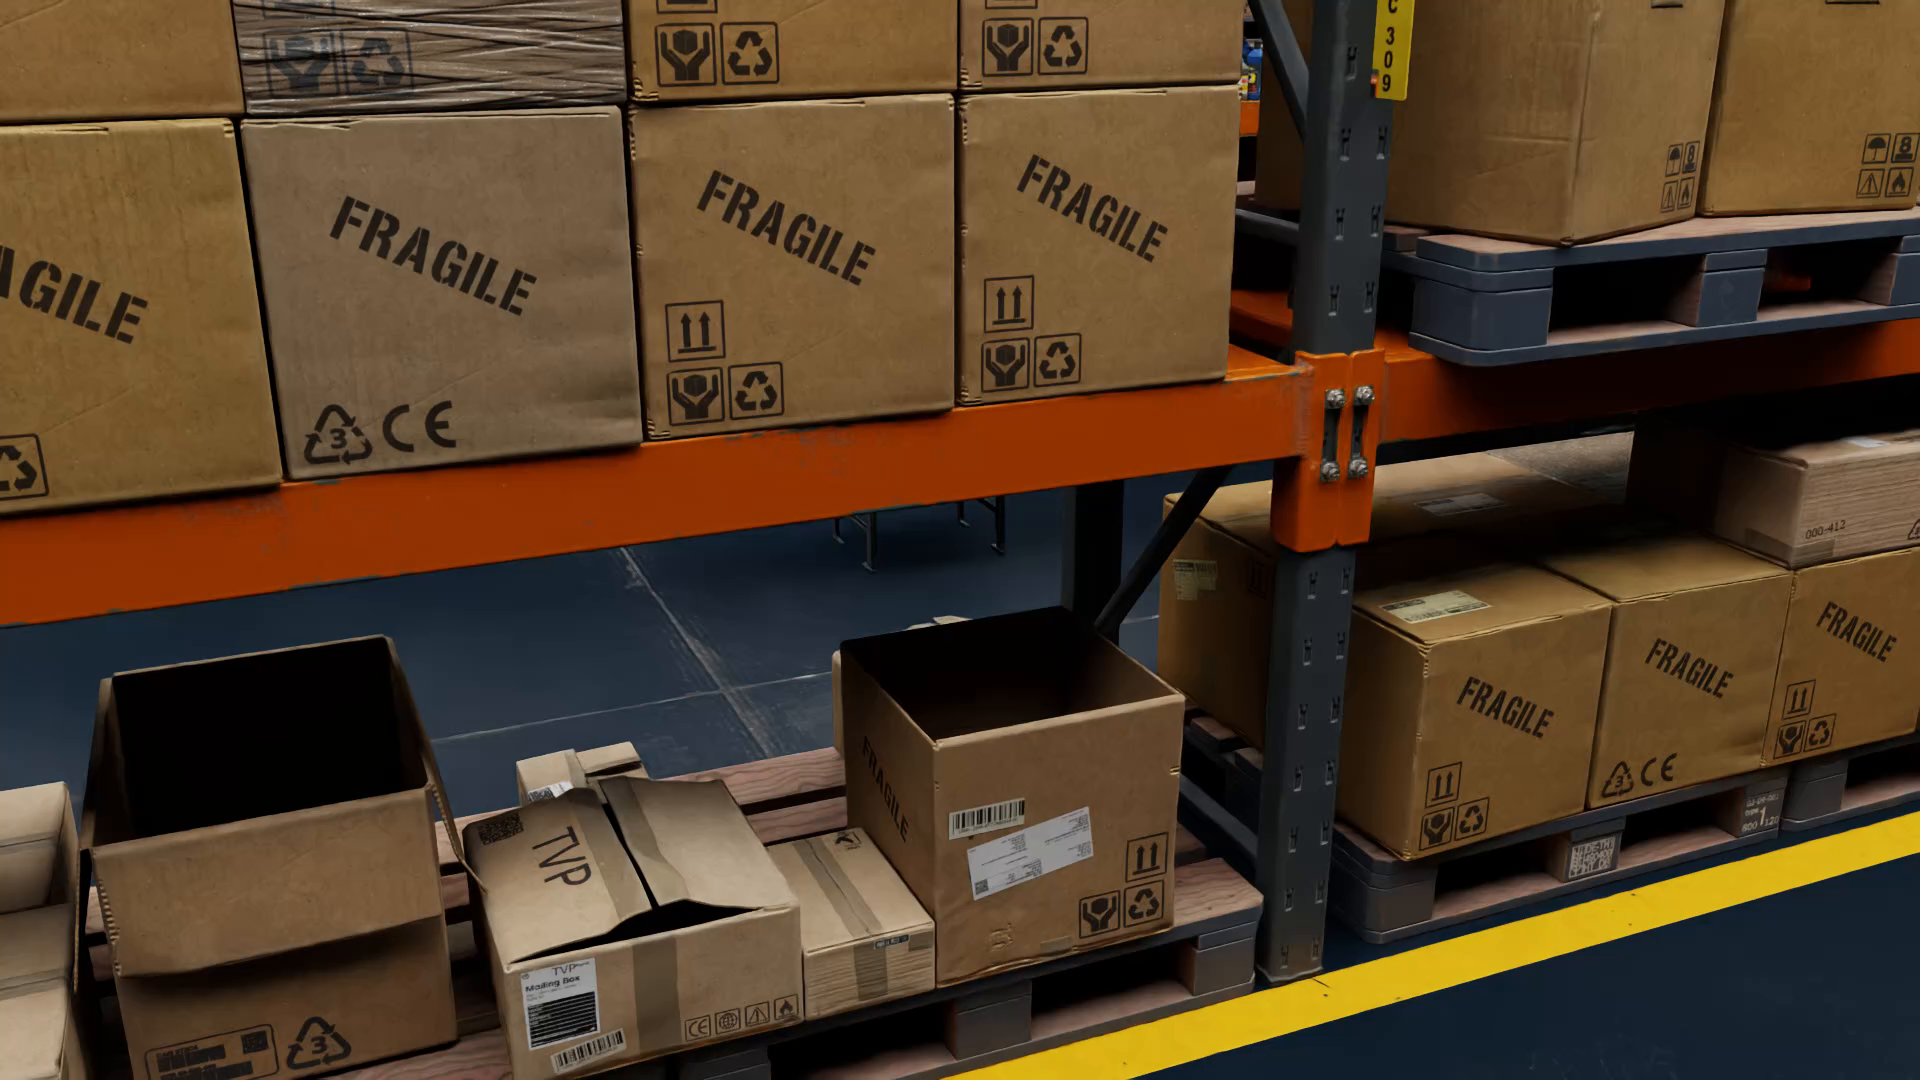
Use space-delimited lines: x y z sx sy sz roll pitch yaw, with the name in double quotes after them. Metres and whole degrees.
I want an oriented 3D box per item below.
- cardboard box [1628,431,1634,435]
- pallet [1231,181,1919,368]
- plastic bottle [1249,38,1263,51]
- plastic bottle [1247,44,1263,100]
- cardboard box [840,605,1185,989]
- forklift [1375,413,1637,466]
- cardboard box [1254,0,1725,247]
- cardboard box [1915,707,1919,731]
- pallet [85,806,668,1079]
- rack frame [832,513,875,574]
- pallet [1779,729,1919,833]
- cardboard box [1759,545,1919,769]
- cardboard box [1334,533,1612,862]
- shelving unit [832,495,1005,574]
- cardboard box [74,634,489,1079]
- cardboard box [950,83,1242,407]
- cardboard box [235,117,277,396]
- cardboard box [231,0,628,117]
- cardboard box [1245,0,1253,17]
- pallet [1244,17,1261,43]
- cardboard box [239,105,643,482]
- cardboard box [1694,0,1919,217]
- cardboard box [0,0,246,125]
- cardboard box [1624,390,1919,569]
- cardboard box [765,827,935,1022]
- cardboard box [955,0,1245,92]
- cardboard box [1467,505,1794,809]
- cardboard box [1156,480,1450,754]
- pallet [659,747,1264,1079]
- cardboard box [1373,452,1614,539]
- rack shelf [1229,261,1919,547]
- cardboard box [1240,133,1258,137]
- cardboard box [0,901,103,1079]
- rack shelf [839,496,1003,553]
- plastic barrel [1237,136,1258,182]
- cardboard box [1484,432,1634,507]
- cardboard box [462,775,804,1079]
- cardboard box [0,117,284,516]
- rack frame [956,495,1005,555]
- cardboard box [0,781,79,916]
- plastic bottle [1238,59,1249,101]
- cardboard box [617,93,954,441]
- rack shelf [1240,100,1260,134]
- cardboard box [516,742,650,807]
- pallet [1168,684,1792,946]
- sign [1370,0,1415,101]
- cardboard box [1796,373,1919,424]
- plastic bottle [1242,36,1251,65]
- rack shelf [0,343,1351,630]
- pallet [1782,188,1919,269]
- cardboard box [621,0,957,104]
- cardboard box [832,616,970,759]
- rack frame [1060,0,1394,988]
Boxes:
2.223 -0.033 4.699 0.500 0.500 0.500 -9 21 -24 "cardboard box"
1.276 -0.637 3.604 1.213 0.211 1.003 -8 21 -22 "pallet"
1.688 -2.676 9.293 0.135 0.276 0.152 -8 21 -22 "plastic bottle"
1.507 -2.384 8.469 0.097 0.271 0.097 0 19 0 "plastic bottle"
0.088 0.477 3.252 0.500 0.500 0.500 -8 21 -22 "cardboard box"
2.813 -1.921 7.064 3.031 2.935 1.130 -11 22 -28 "forklift"
1.023 -0.895 3.265 0.500 0.500 0.700 -17 26 -40 "cardboard box"
2.451 0.123 4.258 0.500 0.500 0.500 -9 21 -24 "cardboard box"
-1.254 0.911 3.116 1.213 0.211 1.003 -8 21 -22 "pallet"
-0.376 -0.937 5.520 0.015 2.100 0.400 -8 21 -22 "rack frame"
2.353 0.379 4.628 1.213 0.211 1.003 -8 21 -22 "pallet"
1.987 0.189 4.069 0.500 0.500 0.500 -8 21 -21 "cardboard box"
1.040 0.326 3.680 0.500 0.500 0.500 -9 21 -24 "cardboard box"
-0.152 -0.969 5.611 0.503 2.100 0.431 -8 21 -22 "shelving unit"
-1.224 0.563 3.004 0.637 0.503 0.797 -8 21 -22 "cardboard box"
0.142 -0.559 2.943 0.500 0.500 0.500 -8 21 -21 "cardboard box"
-1.472 -0.518 2.827 0.500 0.500 0.500 -8 21 -23 "cardboard box"
-0.795 -0.895 2.391 0.500 0.500 0.500 -8 21 -21 "cardboard box"
2.369 -4.720 14.124 0.637 0.503 0.797 -6 20 -16 "cardboard box"
2.053 -4.386 14.251 1.213 0.211 1.003 -8 21 -22 "pallet"
-0.802 -0.423 2.555 0.500 0.500 0.500 -8 21 -21 "cardboard box"
1.629 -1.005 3.577 0.500 0.500 0.700 -5 20 -13 "cardboard box"
-1.257 -0.829 2.204 0.500 0.500 0.500 -8 21 -22 "cardboard box"
1.958 -0.159 3.929 0.500 0.250 0.500 -8 21 -22 "cardboard box"
-0.232 0.710 3.118 0.250 0.149 0.380 -8 21 -22 "cardboard box"
0.137 -1.029 2.773 0.500 0.500 0.500 -8 21 -22 "cardboard box"
1.525 0.253 3.889 0.500 0.500 0.500 -8 21 -21 "cardboard box"
0.839 0.163 4.143 0.500 0.500 0.500 -8 21 -22 "cardboard box"
-0.132 0.750 3.576 1.213 0.211 1.003 -8 21 -22 "pallet"
1.296 0.101 4.321 0.500 0.500 0.500 -8 21 -22 "cardboard box"
2.335 -0.580 4.235 4.000 0.370 1.077 -8 21 -22 "rack shelf"
2.393 -3.553 14.699 0.500 0.500 0.700 -10 22 -27 "cardboard box"
-1.644 0.843 2.589 0.500 0.250 0.500 -8 21 -22 "cardboard box"
-0.152 -0.295 5.848 0.480 0.518 0.431 -8 21 -22 "rack shelf"
1.771 -1.798 9.247 0.708 0.830 0.600 -8 21 -22 "plastic barrel"
1.757 0.035 4.508 0.500 0.500 0.500 -8 21 -21 "cardboard box"
-0.600 0.665 3.003 0.500 0.311 0.500 -8 21 -22 "cardboard box"
-1.269 -0.355 2.362 0.500 0.500 0.500 -8 21 -21 "cardboard box"
0.072 -1.001 5.703 0.015 2.100 0.400 -8 21 -22 "rack frame"
-1.888 0.697 3.003 0.500 0.250 0.500 -8 21 -22 "cardboard box"
1.418 -2.338 8.444 0.097 0.201 0.097 0 19 0 "plastic bottle"
-0.331 -0.491 2.749 0.500 0.500 0.500 -8 21 -20 "cardboard box"
0.377 -2.091 8.527 4.000 0.370 1.077 -8 21 -22 "rack shelf"
-0.762 0.579 3.465 0.250 0.166 0.380 -8 21 -22 "cardboard box"
1.231 0.541 4.168 1.213 0.211 1.003 -8 21 -22 "pallet"
0.721 -0.900 2.758 0.005 0.325 0.100 -8 21 -22 "sign"
2.418 -0.225 4.117 0.500 0.250 0.500 -9 21 -23 "cardboard box"
1.571 -2.667 9.274 0.097 0.271 0.097 0 19 0 "plastic bottle"
-1.337 -0.054 2.741 4.000 0.370 1.077 -8 21 -22 "rack shelf"
2.388 -0.834 4.164 1.213 0.211 1.003 -8 21 -22 "pallet"
-0.332 -0.961 2.579 0.500 0.500 0.500 -9 21 -23 "cardboard box"
0.028 0.394 3.772 0.500 0.311 0.500 -8 21 -22 "cardboard box"
0.499 -0.656 3.368 0.127 3.000 1.000 -8 21 -22 "rack frame"
